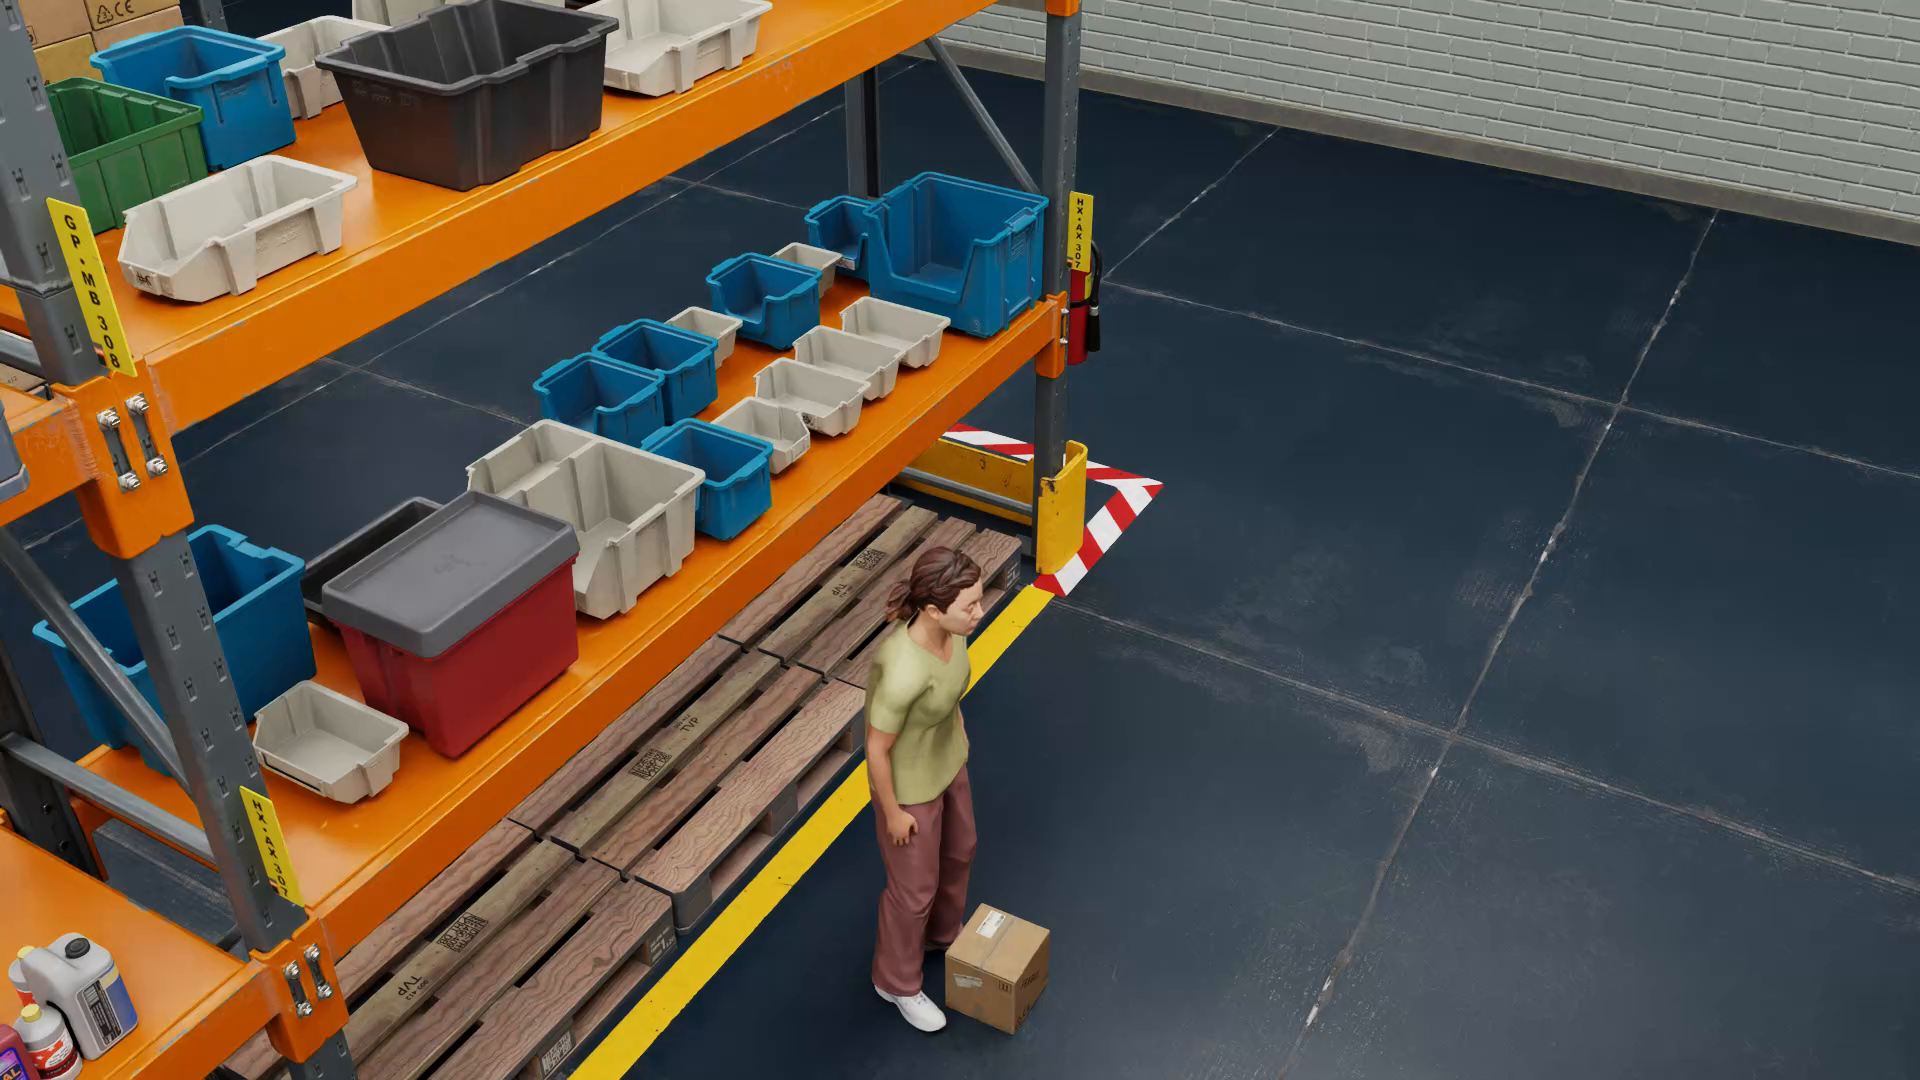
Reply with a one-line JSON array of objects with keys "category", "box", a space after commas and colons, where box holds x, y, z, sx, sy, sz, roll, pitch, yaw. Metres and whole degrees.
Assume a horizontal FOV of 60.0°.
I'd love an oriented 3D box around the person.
[{"category": "person", "box": [-0.096, 0.728, 5.076, 0.360, 1.672, 0.521, 16, 37, 22]}]
